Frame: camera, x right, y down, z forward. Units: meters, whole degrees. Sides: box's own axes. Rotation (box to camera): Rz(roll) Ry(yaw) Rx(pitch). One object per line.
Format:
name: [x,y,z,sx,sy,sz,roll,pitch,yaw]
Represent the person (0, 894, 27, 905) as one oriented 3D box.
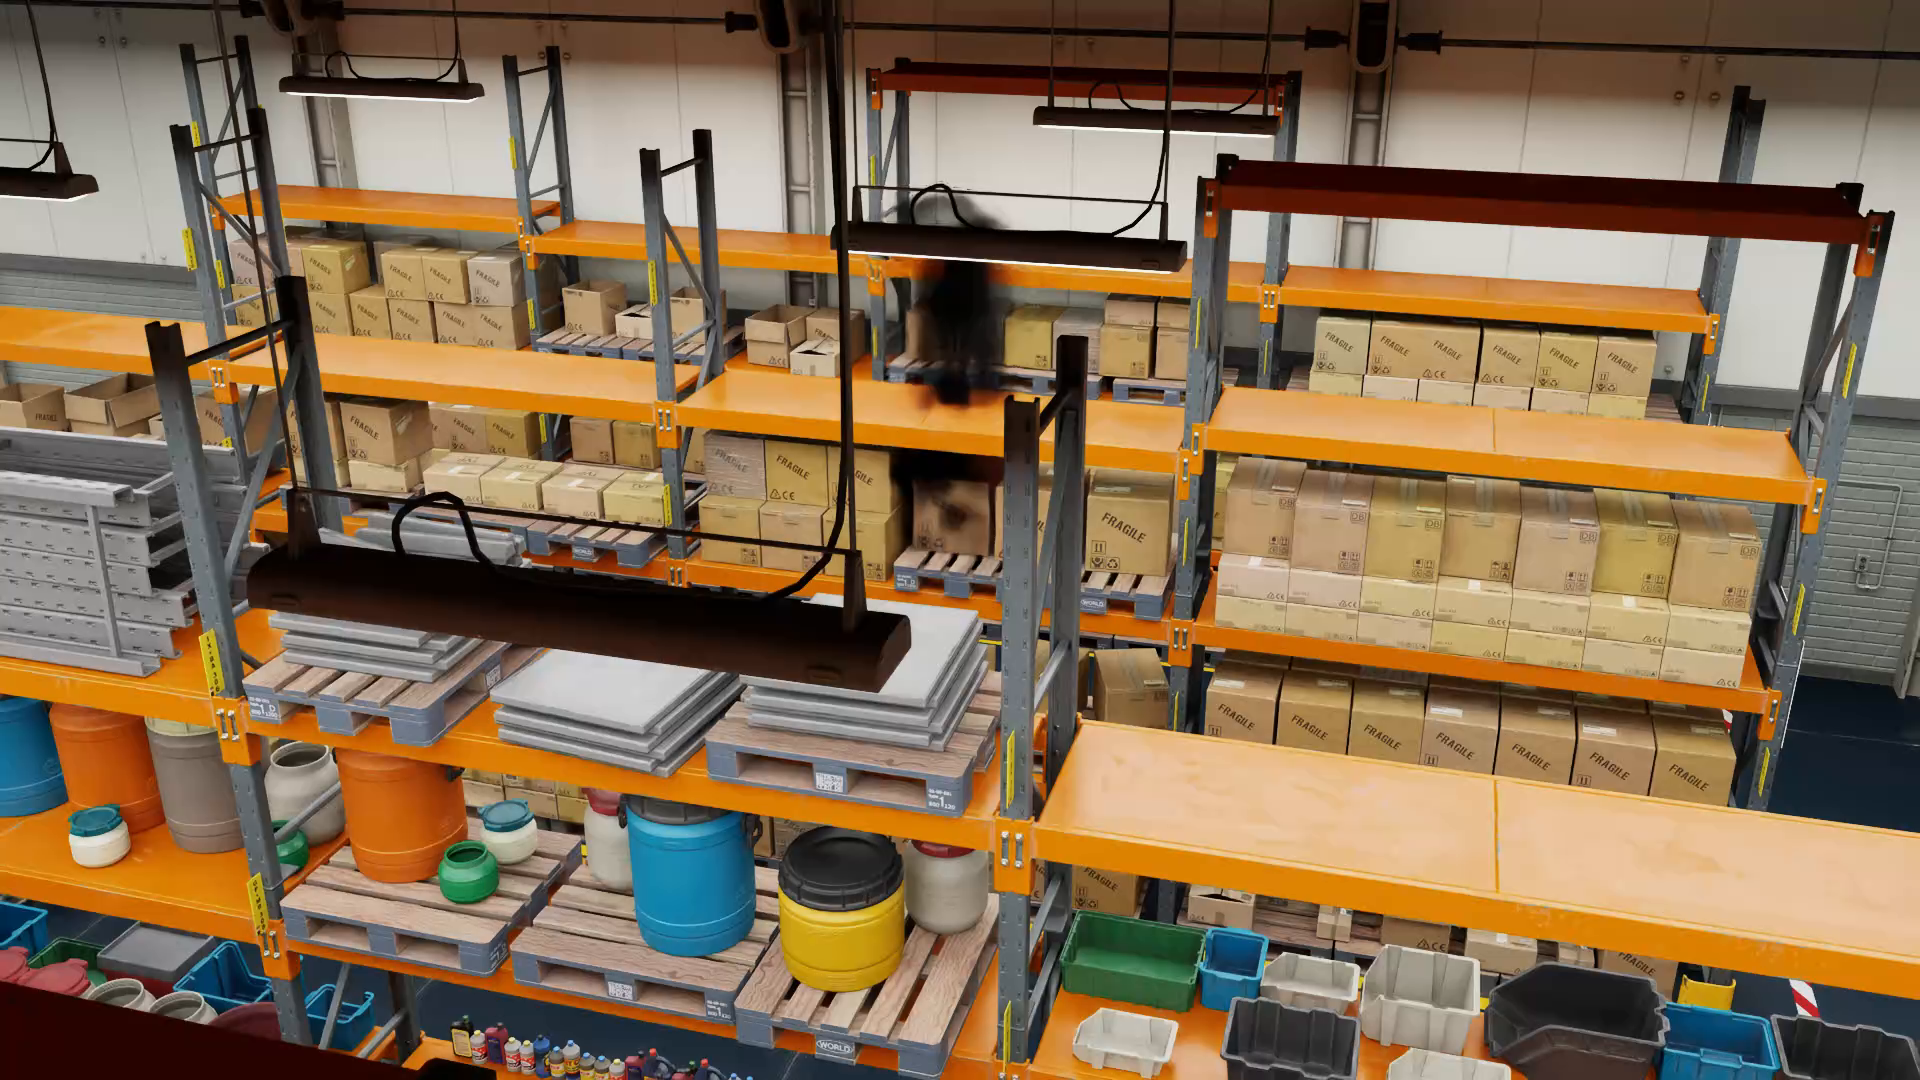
person: [-7.920,2.214,13.274,0.745,1.701,0.652,-1,23,-3]
